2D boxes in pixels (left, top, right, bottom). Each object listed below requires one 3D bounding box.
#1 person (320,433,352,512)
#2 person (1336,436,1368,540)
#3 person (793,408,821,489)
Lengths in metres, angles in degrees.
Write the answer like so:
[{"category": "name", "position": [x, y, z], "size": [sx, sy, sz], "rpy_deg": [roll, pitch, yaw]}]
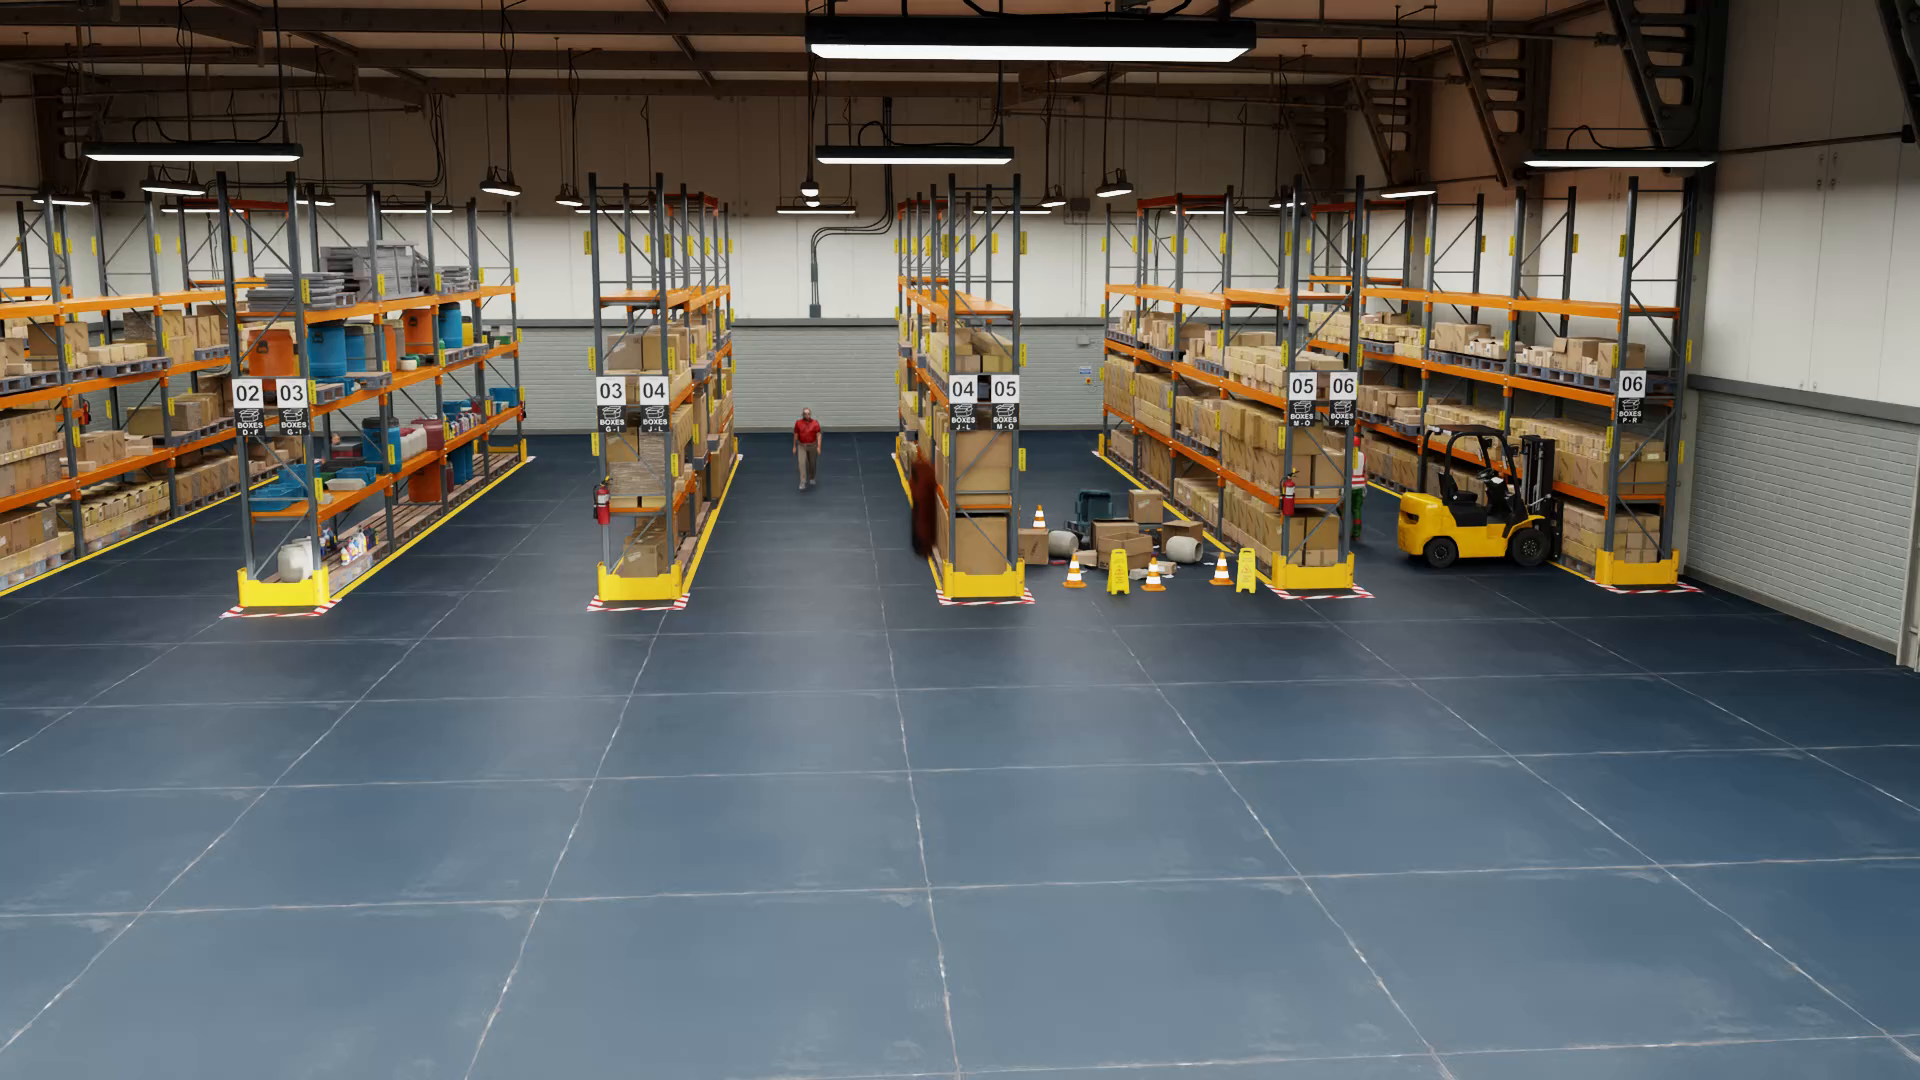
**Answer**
[{"category": "person", "position": [-11.724, -1.280, 31.481], "size": [0.548, 1.553, 0.742], "rpy_deg": [1, 10, 7]}, {"category": "person", "position": [6.759, -0.890, 28.625], "size": [0.579, 1.800, 0.425], "rpy_deg": [-4, 11, -23]}, {"category": "person", "position": [-3.197, -1.929, 34.710], "size": [0.614, 1.661, 1.084], "rpy_deg": [0, 10, -2]}]
